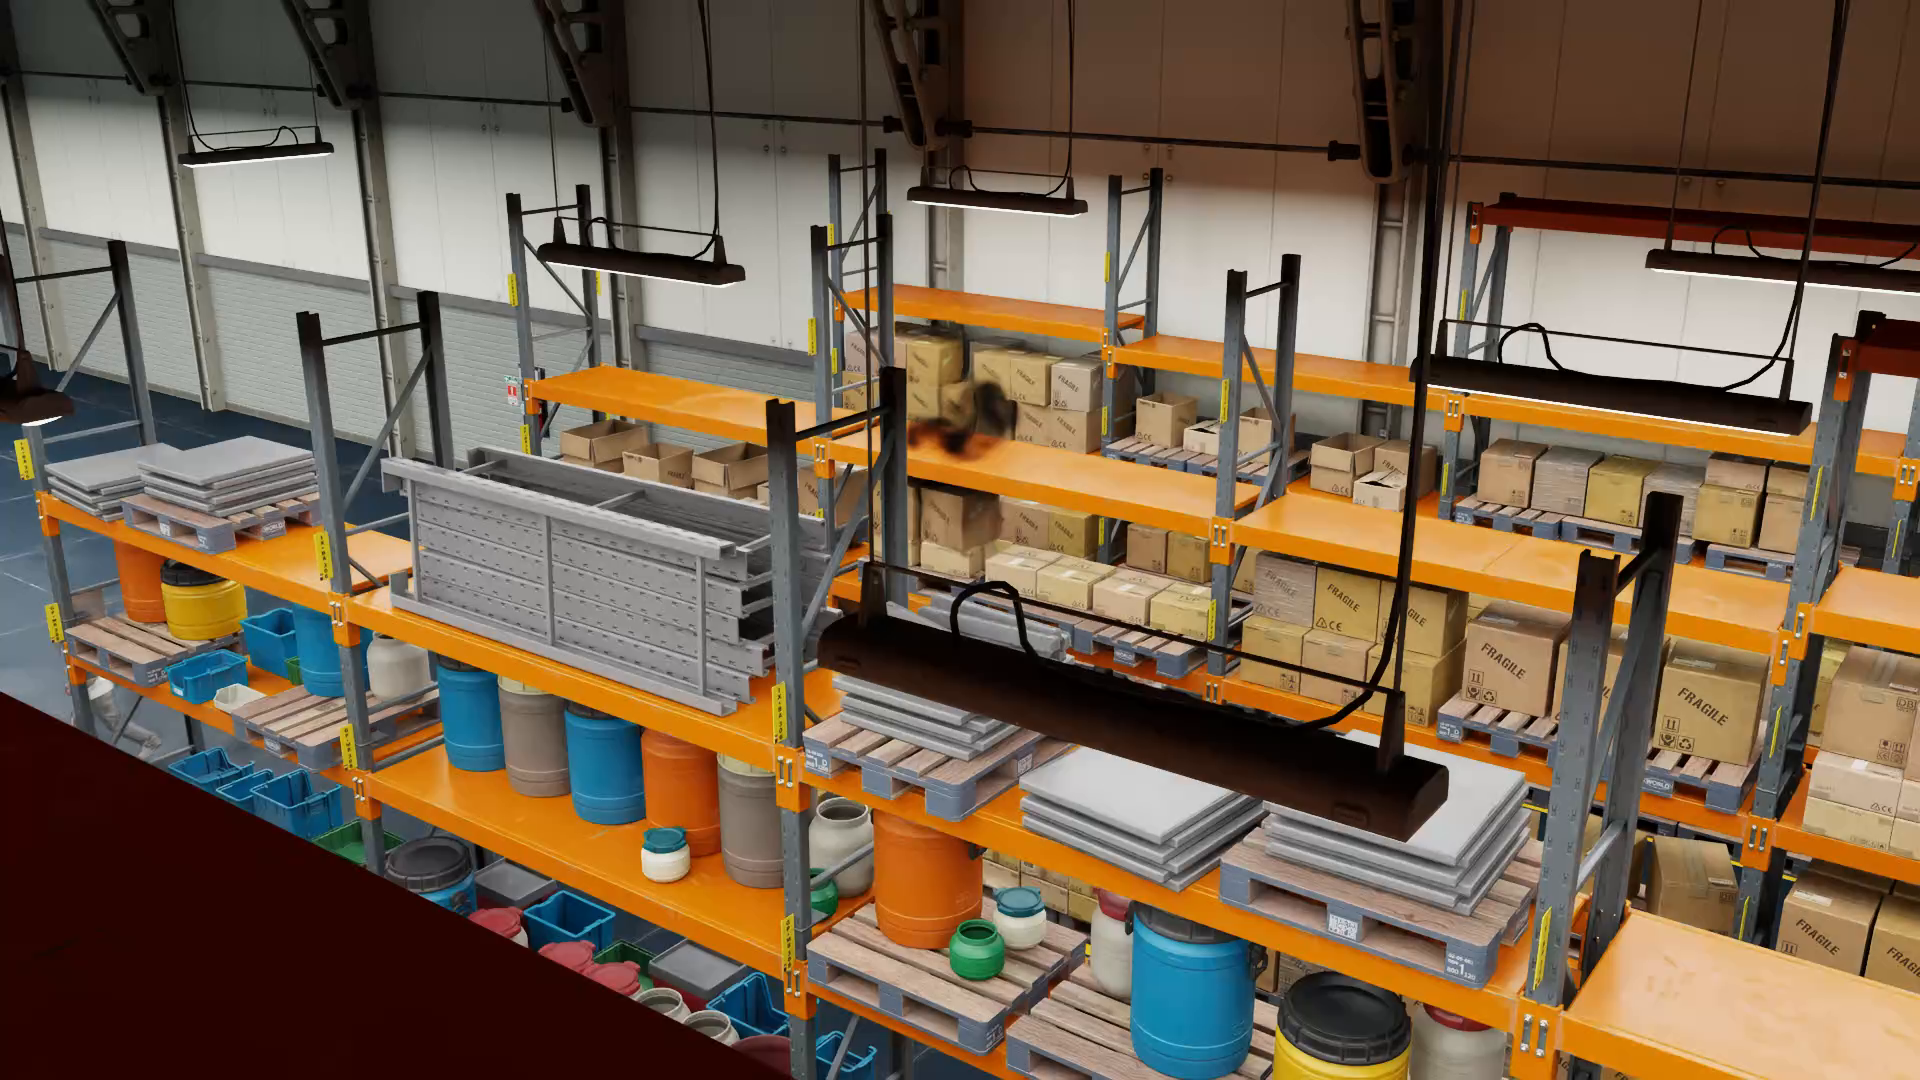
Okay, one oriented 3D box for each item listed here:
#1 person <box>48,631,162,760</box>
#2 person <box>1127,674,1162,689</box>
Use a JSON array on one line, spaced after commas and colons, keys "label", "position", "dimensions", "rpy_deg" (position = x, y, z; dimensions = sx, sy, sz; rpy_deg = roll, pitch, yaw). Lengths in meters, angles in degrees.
[{"label": "person", "position": [-9.061, 1.616, 17.543], "dimensions": [0.993, 1.773, 0.673], "rpy_deg": [-8, 20, -24]}, {"label": "person", "position": [1.846, 1.532, 16.998], "dimensions": [0.770, 1.851, 0.685], "rpy_deg": [8, 20, 24]}]
